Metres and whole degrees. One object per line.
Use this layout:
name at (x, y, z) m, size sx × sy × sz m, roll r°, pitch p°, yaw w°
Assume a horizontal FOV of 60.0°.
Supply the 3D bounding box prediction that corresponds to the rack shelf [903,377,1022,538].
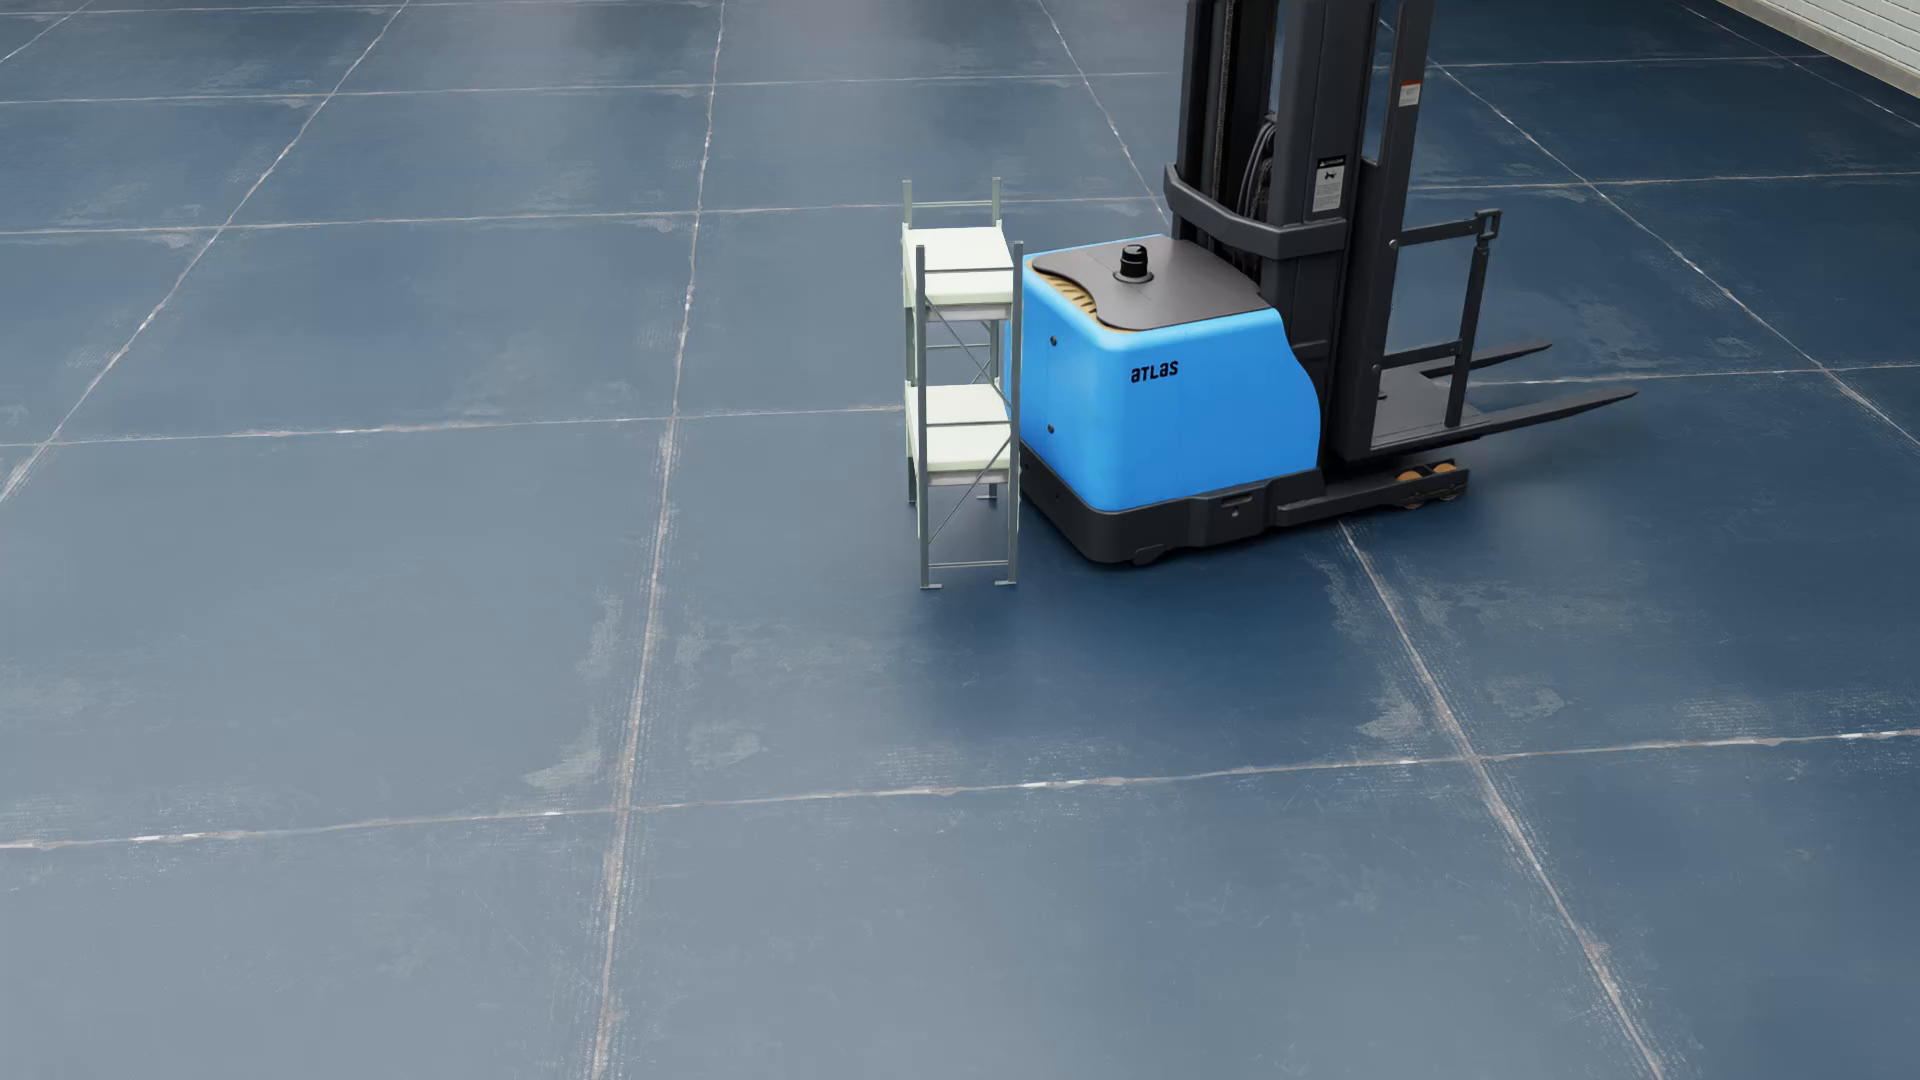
rack shelf at (0.001, -0.361, 7.027) m, size 0.431 × 0.370 × 0.720 m, roll -3°, pitch 31°, yaw -5°

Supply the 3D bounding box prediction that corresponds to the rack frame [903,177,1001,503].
rack frame at (-0.034, -0.827, 7.173) m, size 0.400 × 1.500 × 0.023 m, roll -3°, pitch 31°, yaw -5°

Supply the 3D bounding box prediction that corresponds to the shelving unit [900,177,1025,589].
shelving unit at (0.001, -0.640, 6.860) m, size 0.431 × 1.500 × 0.755 m, roll -3°, pitch 31°, yaw -5°

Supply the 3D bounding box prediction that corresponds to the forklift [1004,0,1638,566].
forklift at (1.750, -1.635, 7.128) m, size 3.031 × 2.935 × 1.130 m, roll -12°, pitch 33°, yaw -20°

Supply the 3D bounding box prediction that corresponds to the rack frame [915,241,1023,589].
rack frame at (0.035, -0.454, 6.547) m, size 0.400 × 1.500 × 0.023 m, roll -3°, pitch 31°, yaw -5°

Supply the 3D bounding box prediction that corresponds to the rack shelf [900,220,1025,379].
rack shelf at (0.001, -0.976, 6.660) m, size 0.431 × 0.370 × 0.720 m, roll -3°, pitch 31°, yaw -5°
